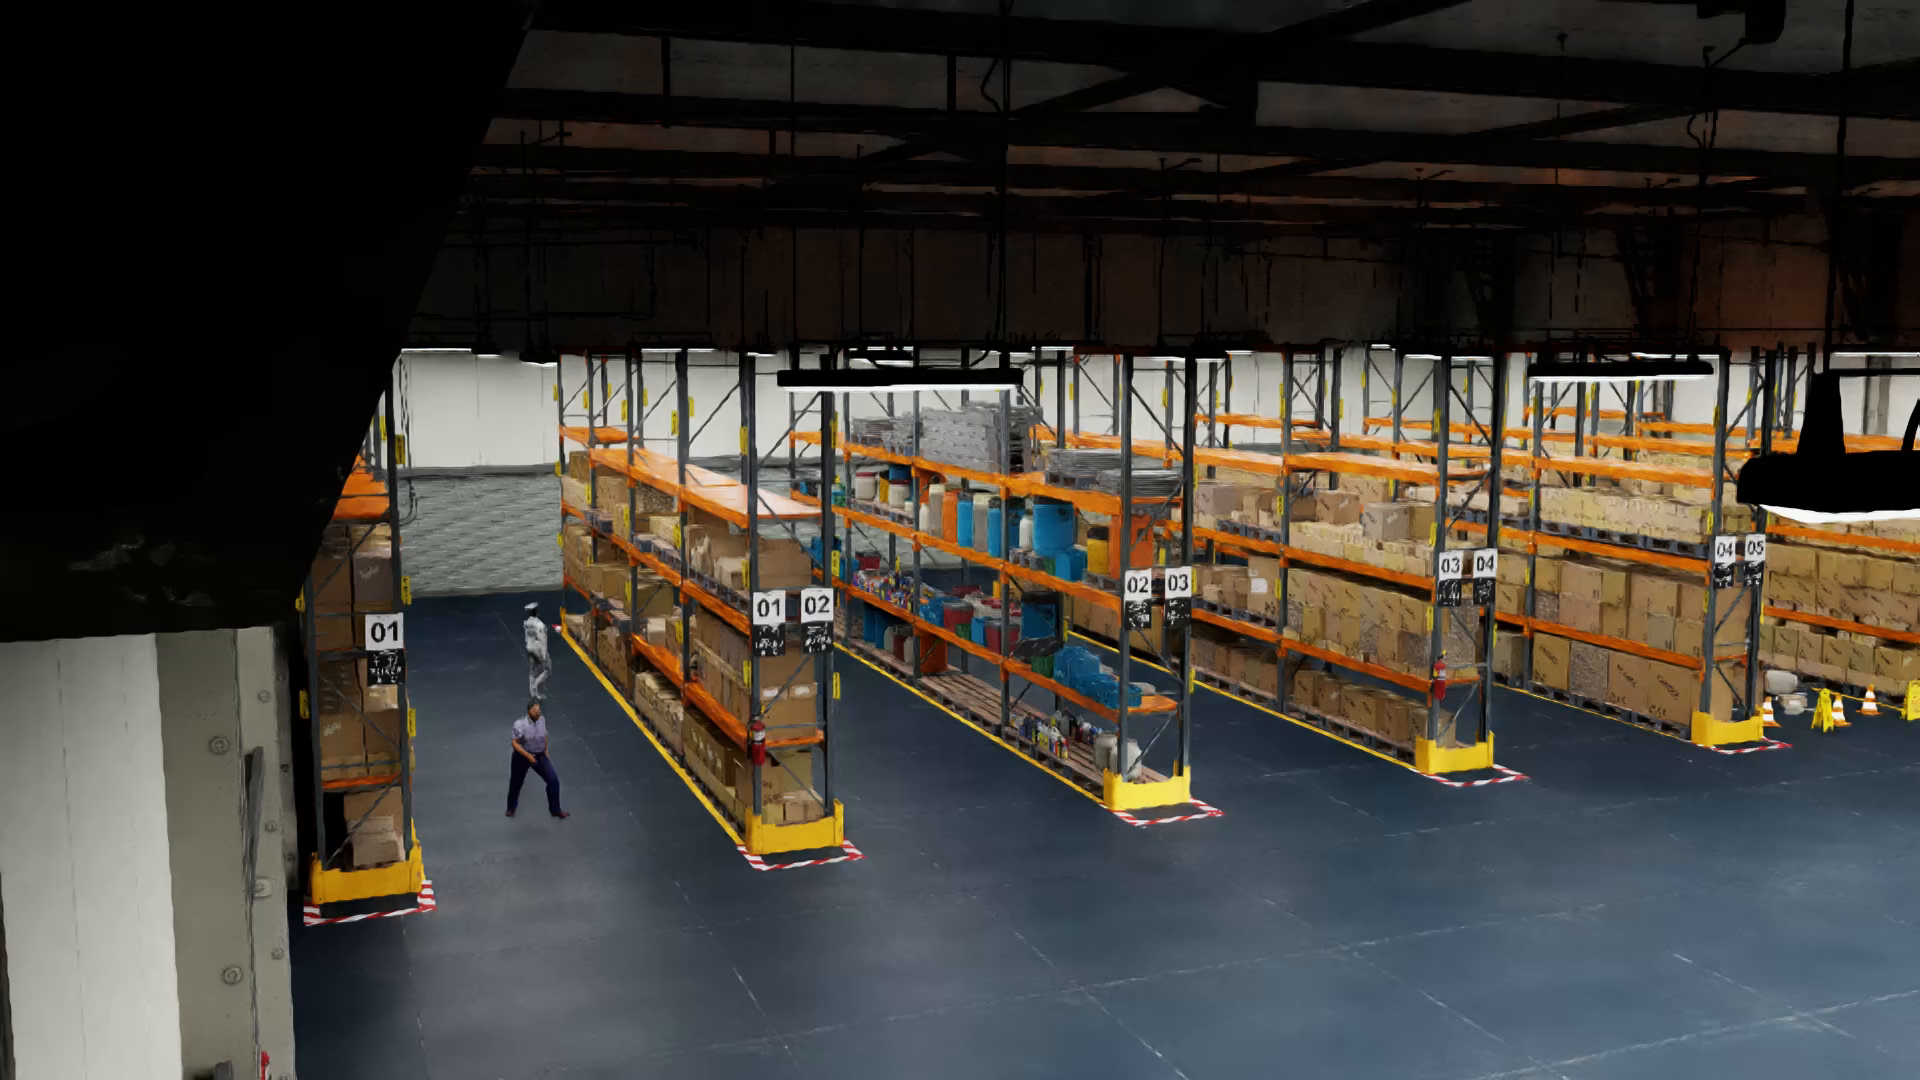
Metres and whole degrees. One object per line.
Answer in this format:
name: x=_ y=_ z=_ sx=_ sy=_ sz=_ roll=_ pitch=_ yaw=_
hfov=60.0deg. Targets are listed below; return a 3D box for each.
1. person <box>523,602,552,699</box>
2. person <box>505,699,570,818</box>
person: x=-7.243 y=1.904 z=28.364 sx=0.510 sy=1.674 sz=0.412 roll=6 pitch=9 yaw=38
person: x=-5.533 y=2.816 z=21.529 sx=0.665 sy=1.586 sz=0.794 roll=-6 pitch=9 yaw=-40
